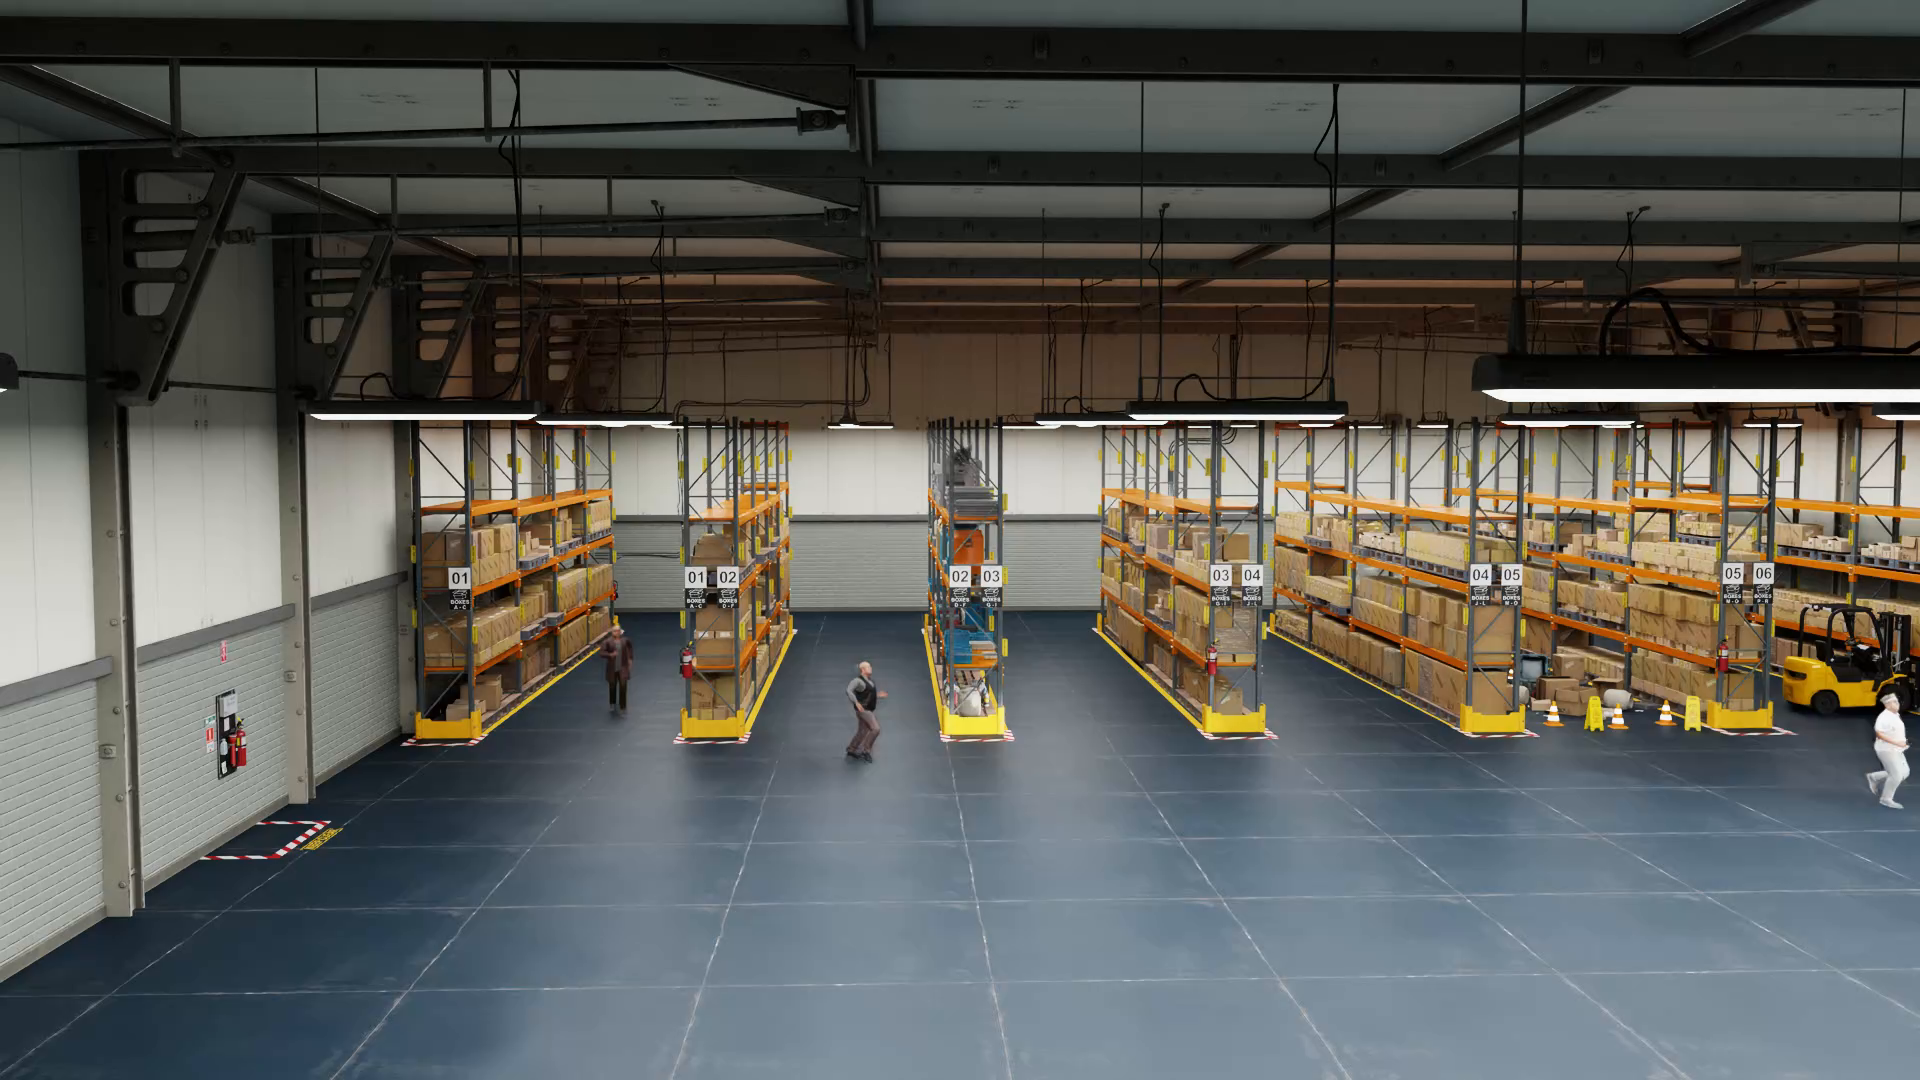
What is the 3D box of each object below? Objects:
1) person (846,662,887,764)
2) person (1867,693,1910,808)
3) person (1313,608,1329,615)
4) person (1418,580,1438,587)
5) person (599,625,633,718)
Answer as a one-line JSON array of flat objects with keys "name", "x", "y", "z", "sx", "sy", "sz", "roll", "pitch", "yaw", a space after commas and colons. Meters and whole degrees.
[{"name": "person", "x": -1.636, "y": 2.994, "z": 28.831, "sx": 0.751, "sy": 1.760, "sz": 0.635, "roll": 1, "pitch": 4, "yaw": 15}, {"name": "person", "x": 14.213, "y": 3.205, "z": 25.448, "sx": 0.618, "sy": 1.741, "sz": 0.697, "roll": 4, "pitch": 5, "yaw": 44}, {"name": "person", "x": 10.535, "y": 1.625, "z": 49.072, "sx": 0.881, "sy": 1.798, "sz": 0.706, "roll": 0, "pitch": 4, "yaw": -1}, {"name": "person", "x": 14.028, "y": 1.636, "z": 49.396, "sx": 0.813, "sy": 1.843, "sz": 0.705, "roll": 1, "pitch": 4, "yaw": 14}, {"name": "person", "x": -6.931, "y": 2.635, "z": 33.543, "sx": 0.705, "sy": 1.846, "sz": 0.898, "roll": -1, "pitch": 4, "yaw": -17}]
